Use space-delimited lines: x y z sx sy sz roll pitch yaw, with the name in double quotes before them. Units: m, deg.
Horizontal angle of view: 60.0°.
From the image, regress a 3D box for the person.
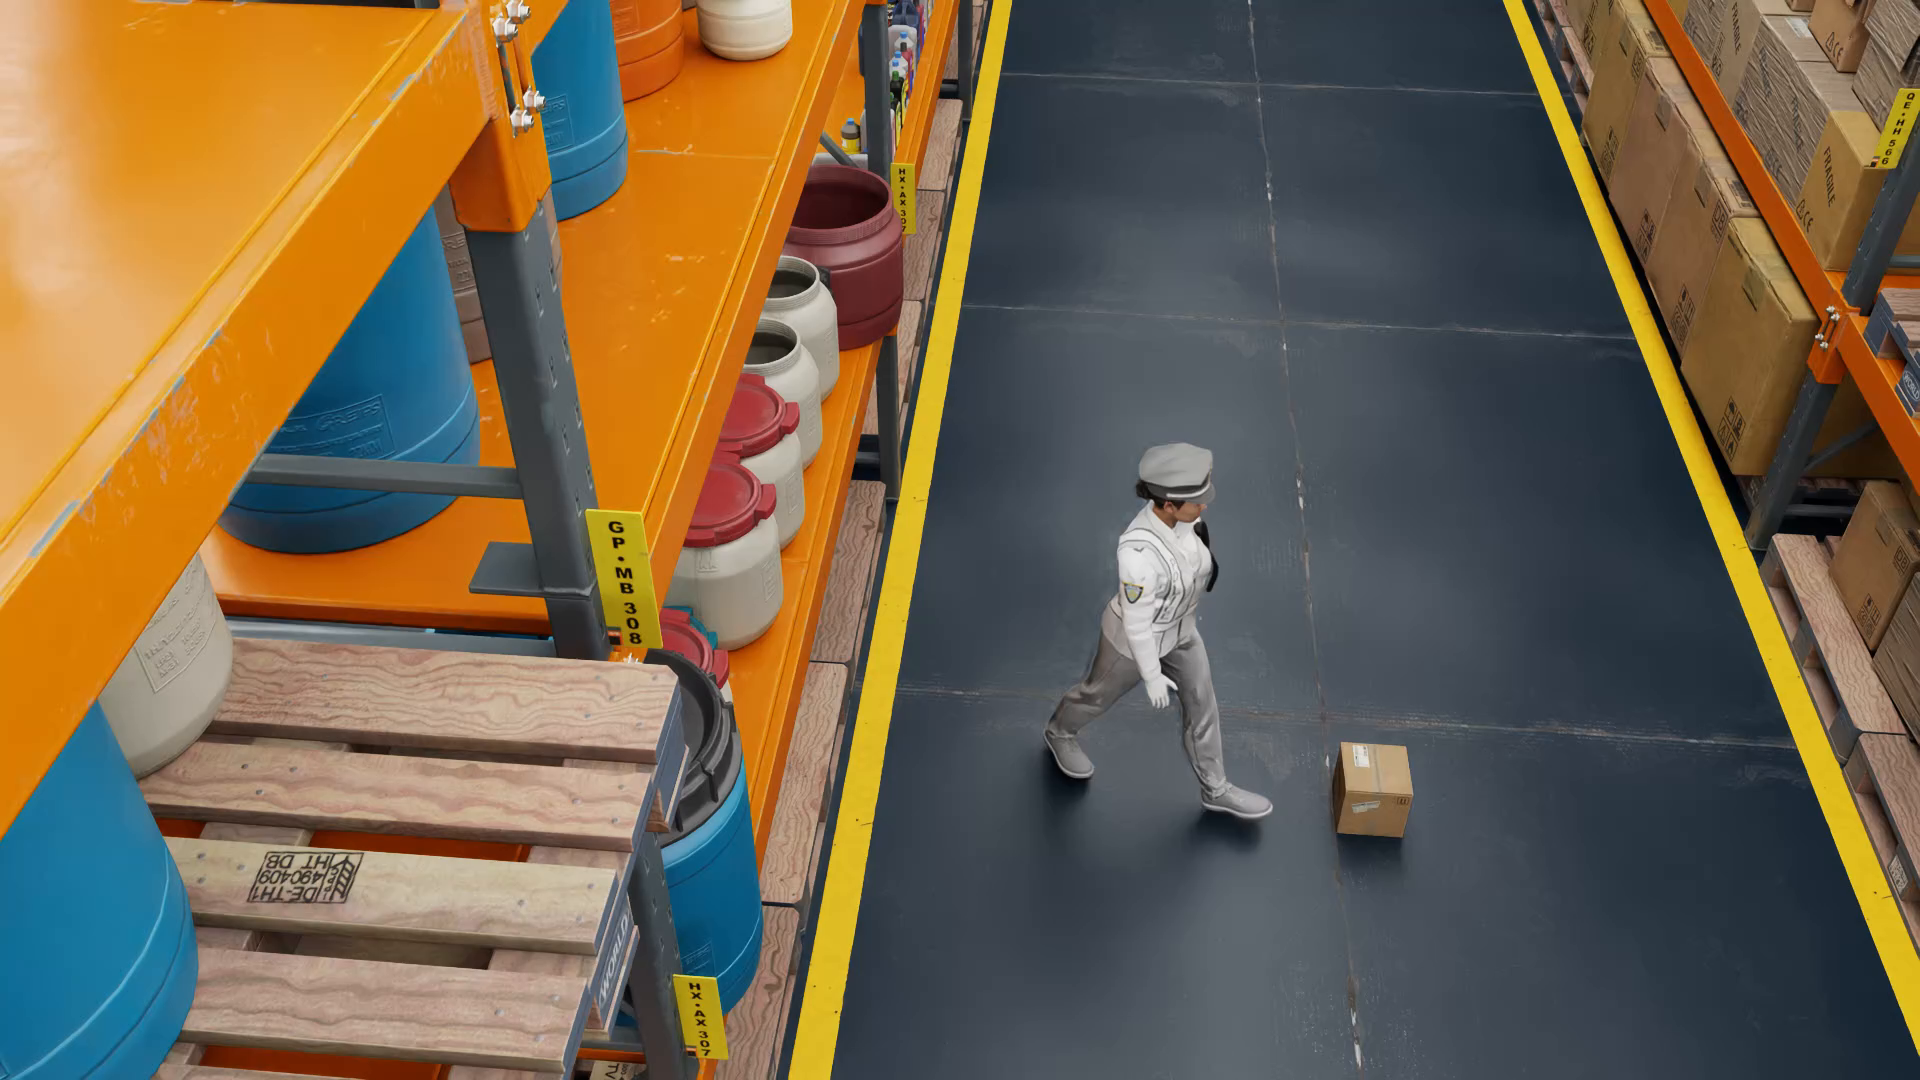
"person" 0.910 0.324 6.039 0.801 1.630 0.483 24 46 25
